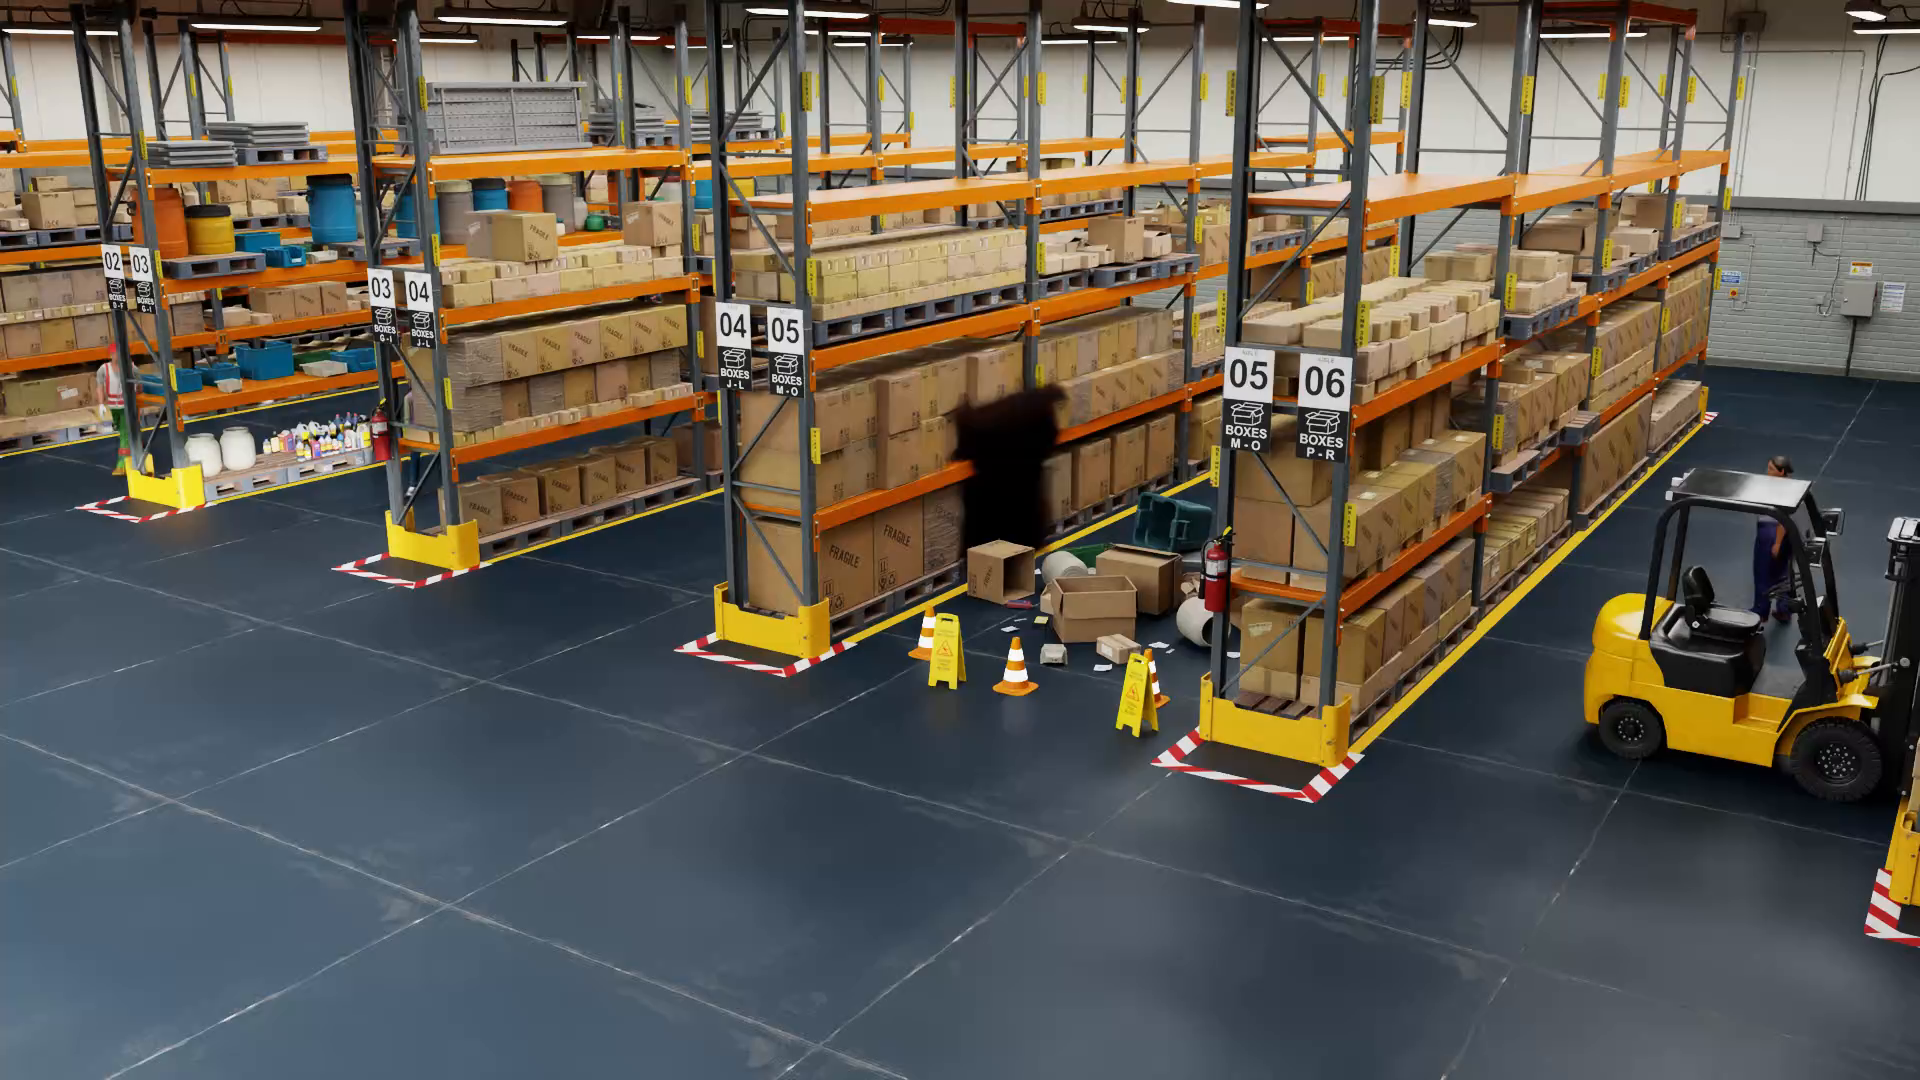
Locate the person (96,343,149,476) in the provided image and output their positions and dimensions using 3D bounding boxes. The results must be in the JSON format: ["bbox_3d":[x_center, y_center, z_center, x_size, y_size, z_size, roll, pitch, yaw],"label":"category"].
[{"bbox_3d":[-11.298,-1.787,22.356,0.468,1.745,1.005,2,16,9],"label":"person"}]

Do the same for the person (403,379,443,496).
[{"bbox_3d":[-6.748,-1.321,21.029,0.567,1.581,0.590,-10,19,-32],"label":"person"}]

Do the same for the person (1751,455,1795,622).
[{"bbox_3d":[7.977,-0.017,16.243,0.490,1.655,0.434,-12,19,-36],"label":"person"}]
